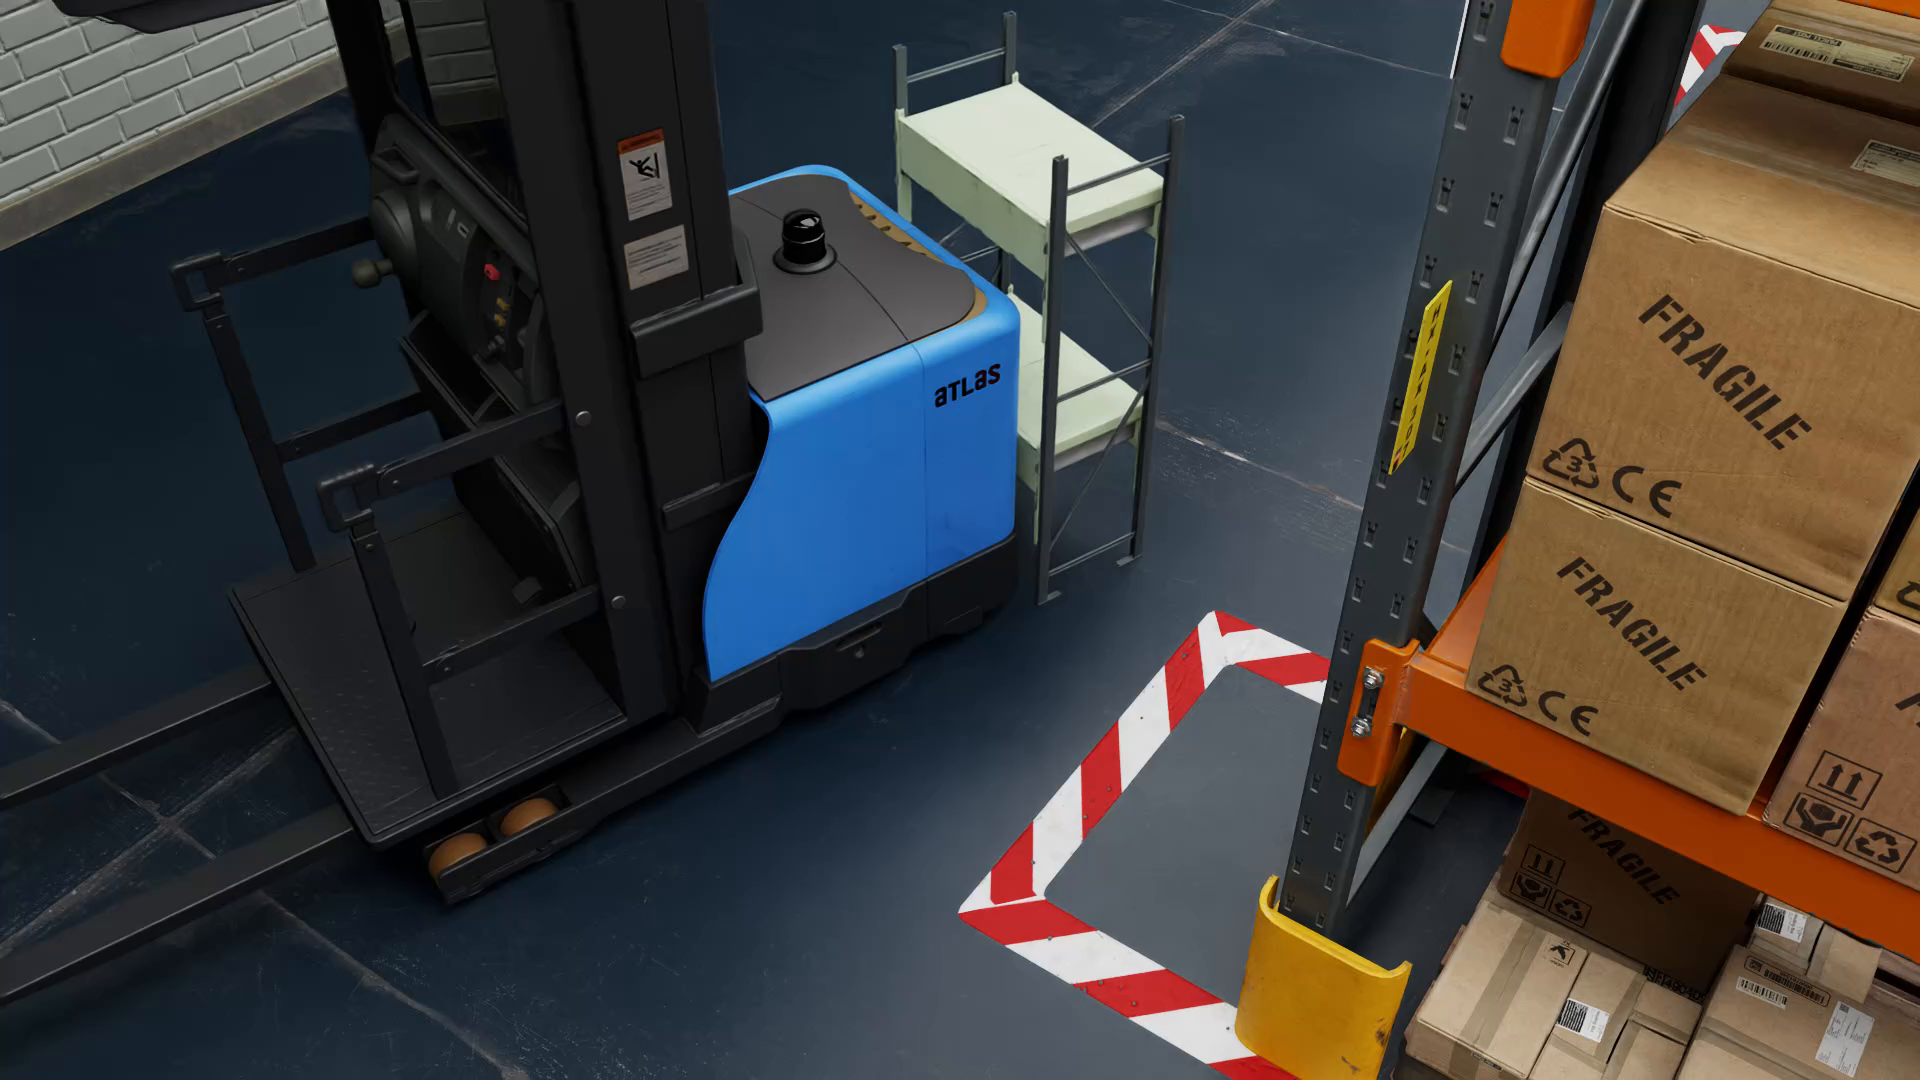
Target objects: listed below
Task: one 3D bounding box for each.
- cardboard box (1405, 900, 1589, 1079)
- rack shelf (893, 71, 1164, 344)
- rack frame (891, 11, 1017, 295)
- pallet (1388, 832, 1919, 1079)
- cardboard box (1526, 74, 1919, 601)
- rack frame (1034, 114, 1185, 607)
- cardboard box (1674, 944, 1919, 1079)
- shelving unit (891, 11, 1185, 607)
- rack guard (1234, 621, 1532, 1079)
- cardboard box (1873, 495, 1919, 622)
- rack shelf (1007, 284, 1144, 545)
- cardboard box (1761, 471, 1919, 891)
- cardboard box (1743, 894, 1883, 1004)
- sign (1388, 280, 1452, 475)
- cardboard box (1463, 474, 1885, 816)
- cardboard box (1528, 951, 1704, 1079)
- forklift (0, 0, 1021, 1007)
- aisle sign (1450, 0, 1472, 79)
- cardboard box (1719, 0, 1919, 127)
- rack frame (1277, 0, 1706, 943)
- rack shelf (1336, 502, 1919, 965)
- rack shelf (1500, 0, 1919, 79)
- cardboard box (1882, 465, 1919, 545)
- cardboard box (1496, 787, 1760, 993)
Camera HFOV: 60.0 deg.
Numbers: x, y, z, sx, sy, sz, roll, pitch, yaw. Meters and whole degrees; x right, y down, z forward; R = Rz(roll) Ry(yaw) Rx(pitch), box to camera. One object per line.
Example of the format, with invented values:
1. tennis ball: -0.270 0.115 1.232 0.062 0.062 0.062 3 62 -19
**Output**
1. cardboard box: 1.186 1.019 3.669 0.250 0.149 0.380 25 48 25
2. rack shelf: 0.191 -0.930 4.580 0.431 0.370 0.720 -24 47 -25
3. rack frame: -0.014 -0.842 5.066 0.400 1.500 0.023 -24 47 -25
4. pallet: 1.756 1.146 3.811 1.213 0.211 1.003 25 48 25
5. cardboard box: 1.252 -0.323 2.537 0.500 0.500 0.500 27 48 27
6. rack frame: 0.396 -0.437 4.614 0.400 1.500 0.023 -24 47 -25
7. cardboard box: 1.732 1.188 3.405 0.500 0.250 0.500 25 48 25
8. shelving unit: 0.191 -0.640 4.840 0.431 1.500 0.755 -24 47 -25
9. rack guard: 1.103 0.734 4.055 0.348 0.500 1.175 25 48 25
10. cardboard box: 1.685 -0.127 2.318 0.500 0.500 0.500 26 48 26
11. rack shelf: 0.191 -0.397 5.057 0.431 0.370 0.720 -24 47 -25
12. cardboard box: 1.678 0.244 2.653 0.500 0.500 0.500 25 47 25
13. cardboard box: 1.907 0.943 3.742 0.250 0.166 0.380 25 48 25
14. sign: 0.729 -0.253 2.634 0.005 0.325 0.100 25 48 25
15. cardboard box: 1.252 0.050 2.870 0.500 0.500 0.500 26 48 26
16. cardboard box: 1.391 1.109 3.556 0.250 0.166 0.380 25 48 25
17. forklift: -1.319 -0.586 3.707 3.031 2.935 1.130 -26 48 -26
18. aisle sign: 0.816 -1.062 2.237 0.004 0.787 0.394 25 48 25
19. cardboard box: 1.563 -0.617 2.865 0.500 0.500 0.500 25 47 25
20. rack frame: 1.040 -0.227 3.254 0.127 3.000 1.000 25 48 25
21. rack shelf: 2.678 0.807 2.638 4.000 0.370 1.077 25 48 25
22. rack shelf: 2.678 -0.311 1.638 4.000 0.370 1.077 25 48 25
23. cardboard box: 1.990 -0.045 2.975 0.500 0.500 0.500 25 48 26
24. cardboard box: 1.627 0.614 3.859 0.500 0.500 0.500 25 48 25
